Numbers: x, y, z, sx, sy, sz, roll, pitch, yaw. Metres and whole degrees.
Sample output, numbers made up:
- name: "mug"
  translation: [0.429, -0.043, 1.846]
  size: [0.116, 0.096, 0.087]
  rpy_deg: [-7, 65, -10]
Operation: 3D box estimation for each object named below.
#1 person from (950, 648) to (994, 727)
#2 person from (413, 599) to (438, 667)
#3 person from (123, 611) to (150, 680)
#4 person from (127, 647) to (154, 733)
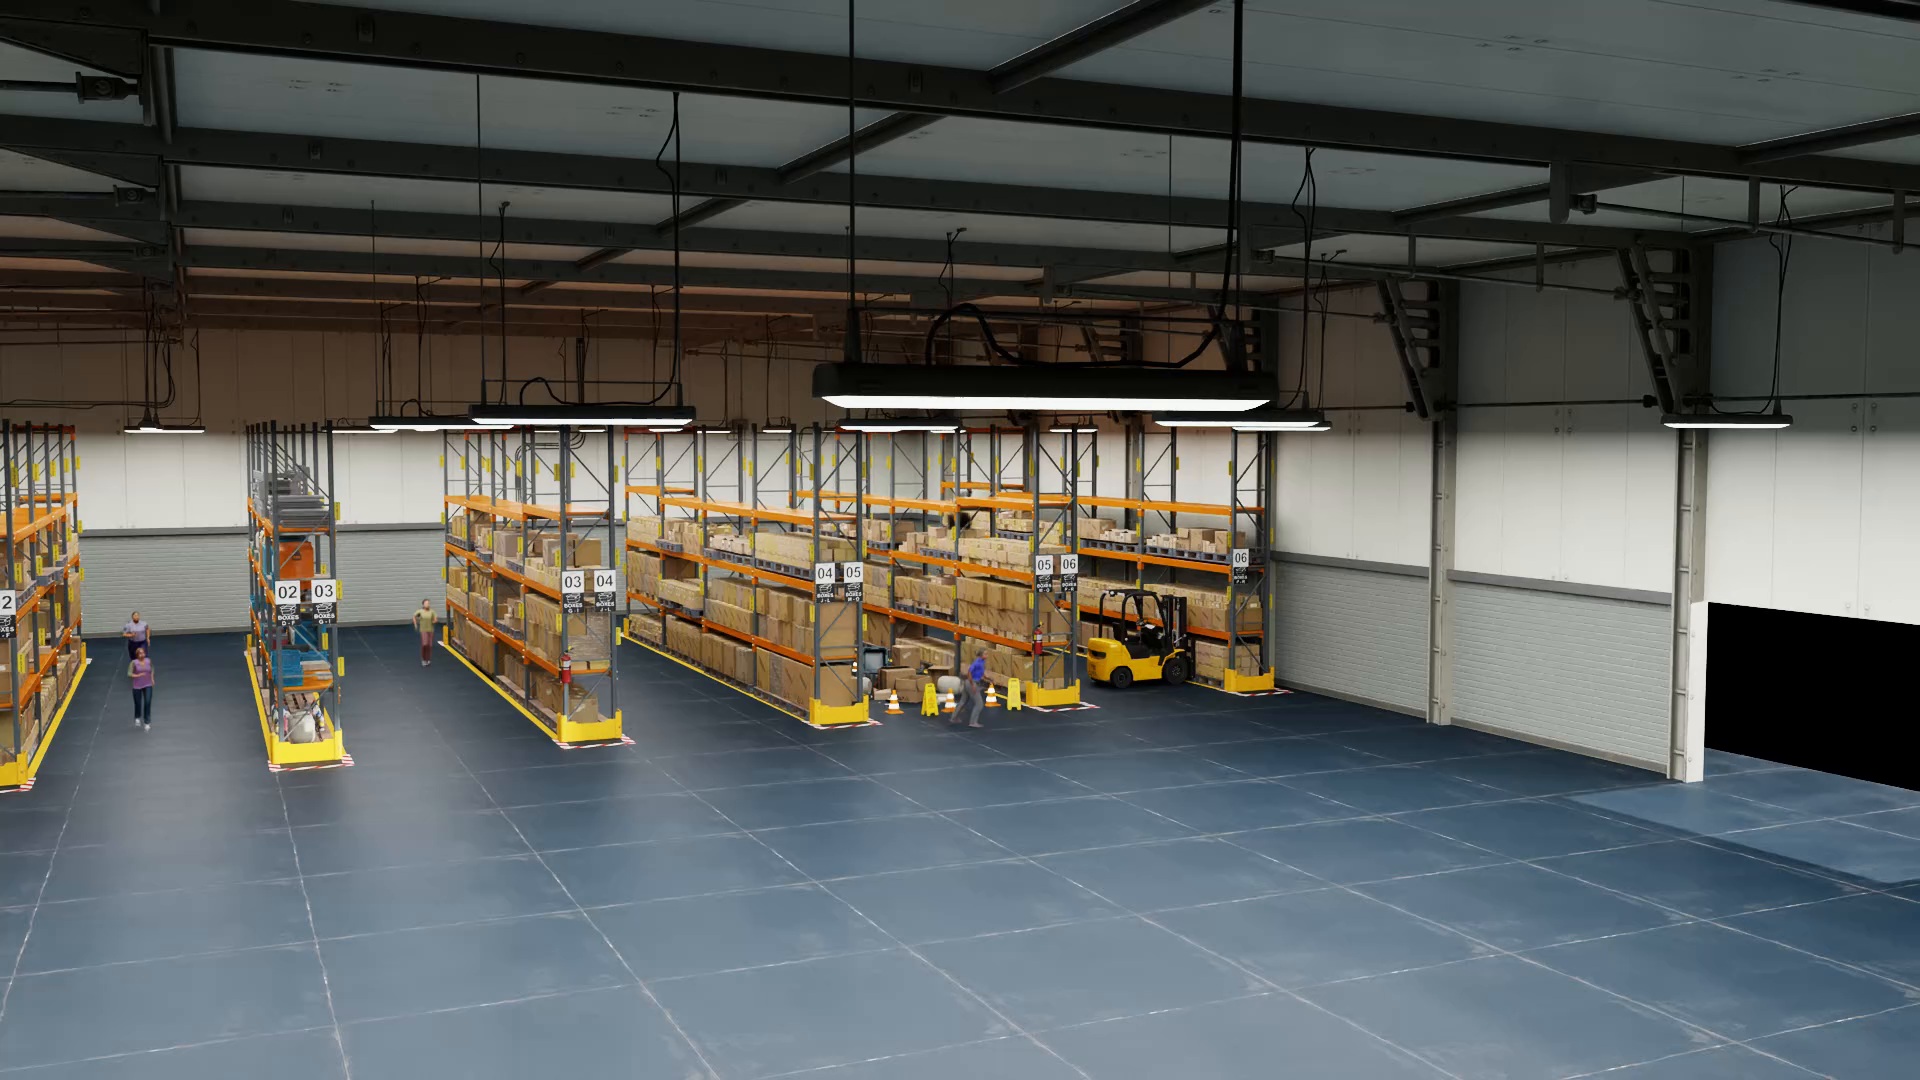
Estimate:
- name: "person"
  translation: [0.247, 2.899, 32.811]
  size: [0.865, 1.584, 0.641]
  rpy_deg: [0, 4, -2]
- name: "person"
  translation: [-13.257, 2.306, 41.325]
  size: [0.561, 1.689, 0.688]
  rpy_deg: [-2, 4, -30]
- name: "person"
  translation: [-19.066, 2.494, 38.507]
  size: [0.561, 1.679, 0.855]
  rpy_deg: [-2, 4, -27]
- name: "person"
  translation: [-15.913, 2.891, 32.313]
  size: [0.495, 1.611, 0.824]
  rpy_deg: [-2, 4, -33]
